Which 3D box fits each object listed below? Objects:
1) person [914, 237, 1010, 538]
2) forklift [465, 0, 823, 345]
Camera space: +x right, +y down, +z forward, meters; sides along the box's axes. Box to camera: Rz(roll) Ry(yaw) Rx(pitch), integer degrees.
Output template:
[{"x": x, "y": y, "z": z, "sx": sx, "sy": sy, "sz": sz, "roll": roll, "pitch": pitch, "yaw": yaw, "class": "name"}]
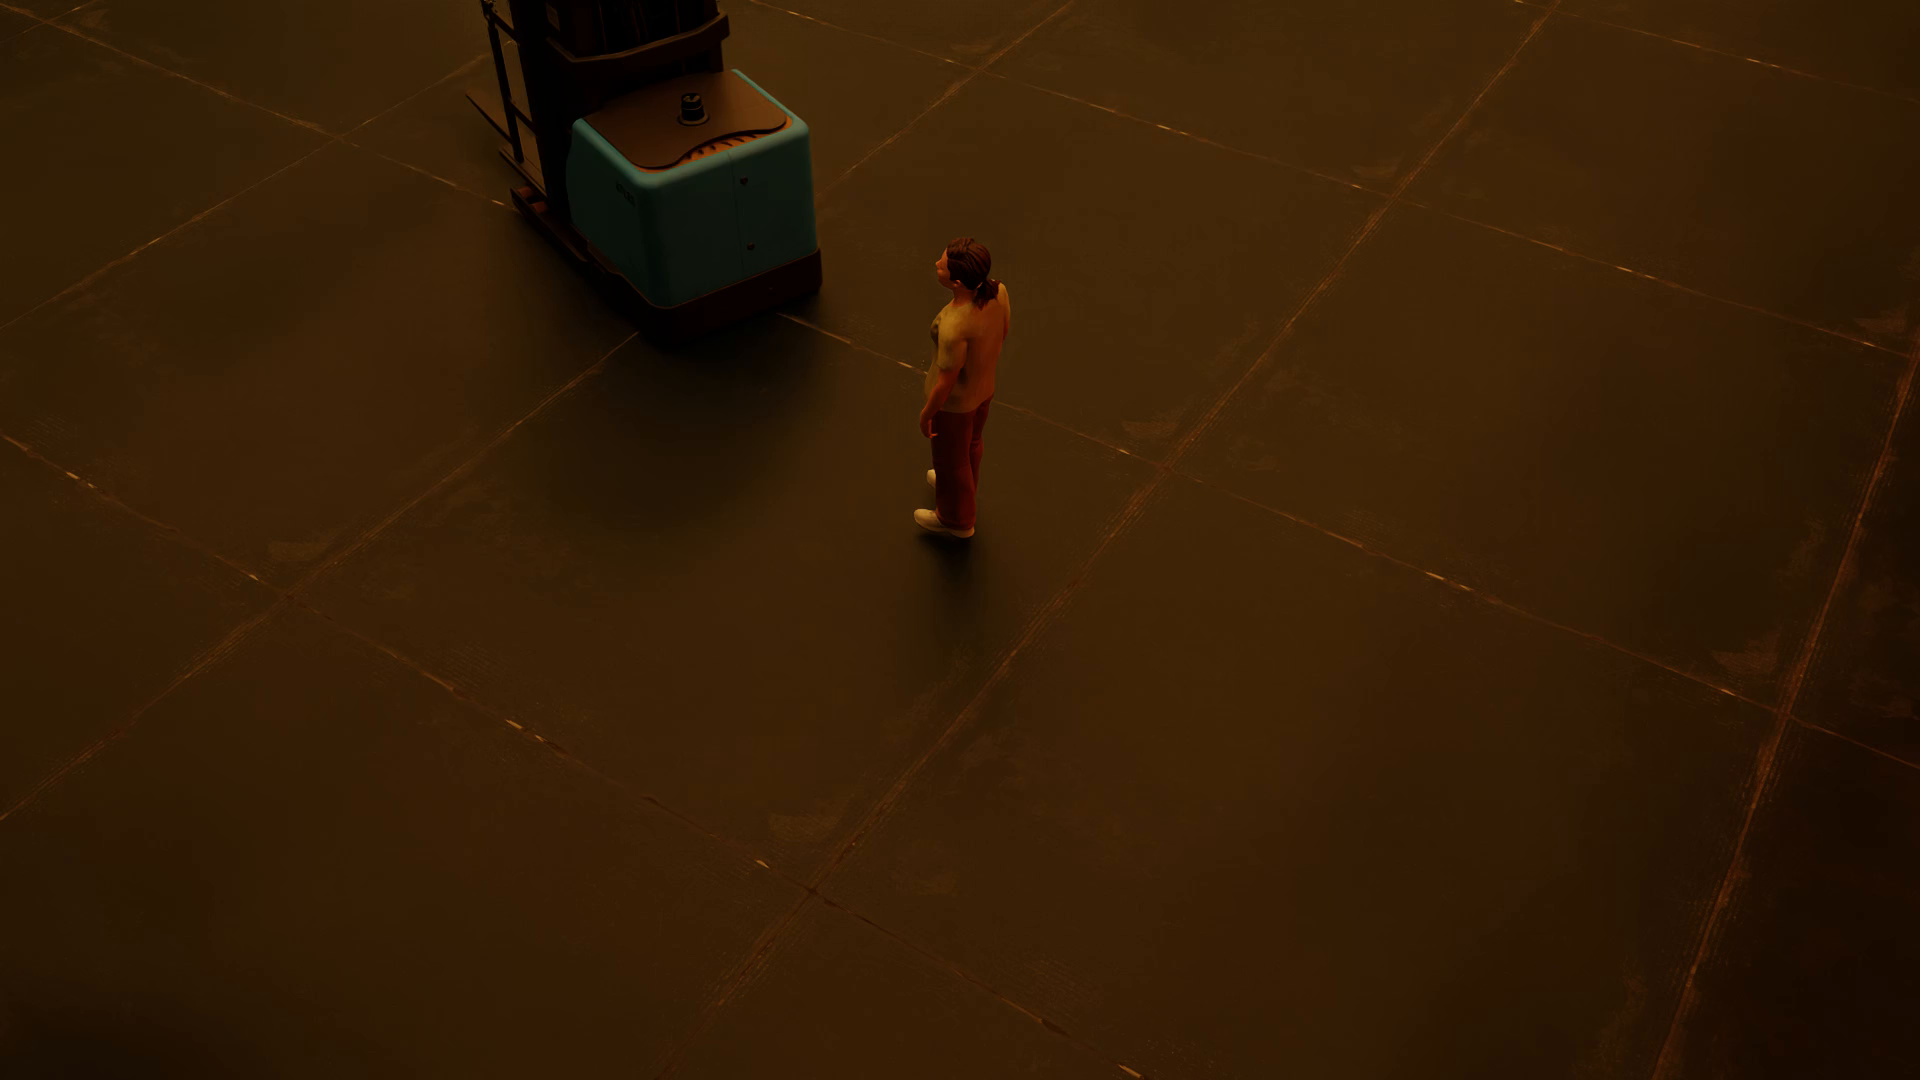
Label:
[{"x": -0.055, "y": -0.677, "z": 7.405, "sx": 0.548, "sy": 1.675, "sz": 0.552, "roll": 24, "pitch": 48, "yaw": 23, "class": "person"}, {"x": -2.043, "y": -3.093, "z": 9.111, "sx": 1.130, "sy": 2.935, "sz": 3.031, "roll": -26, "pitch": 49, "yaw": -25, "class": "forklift"}]
